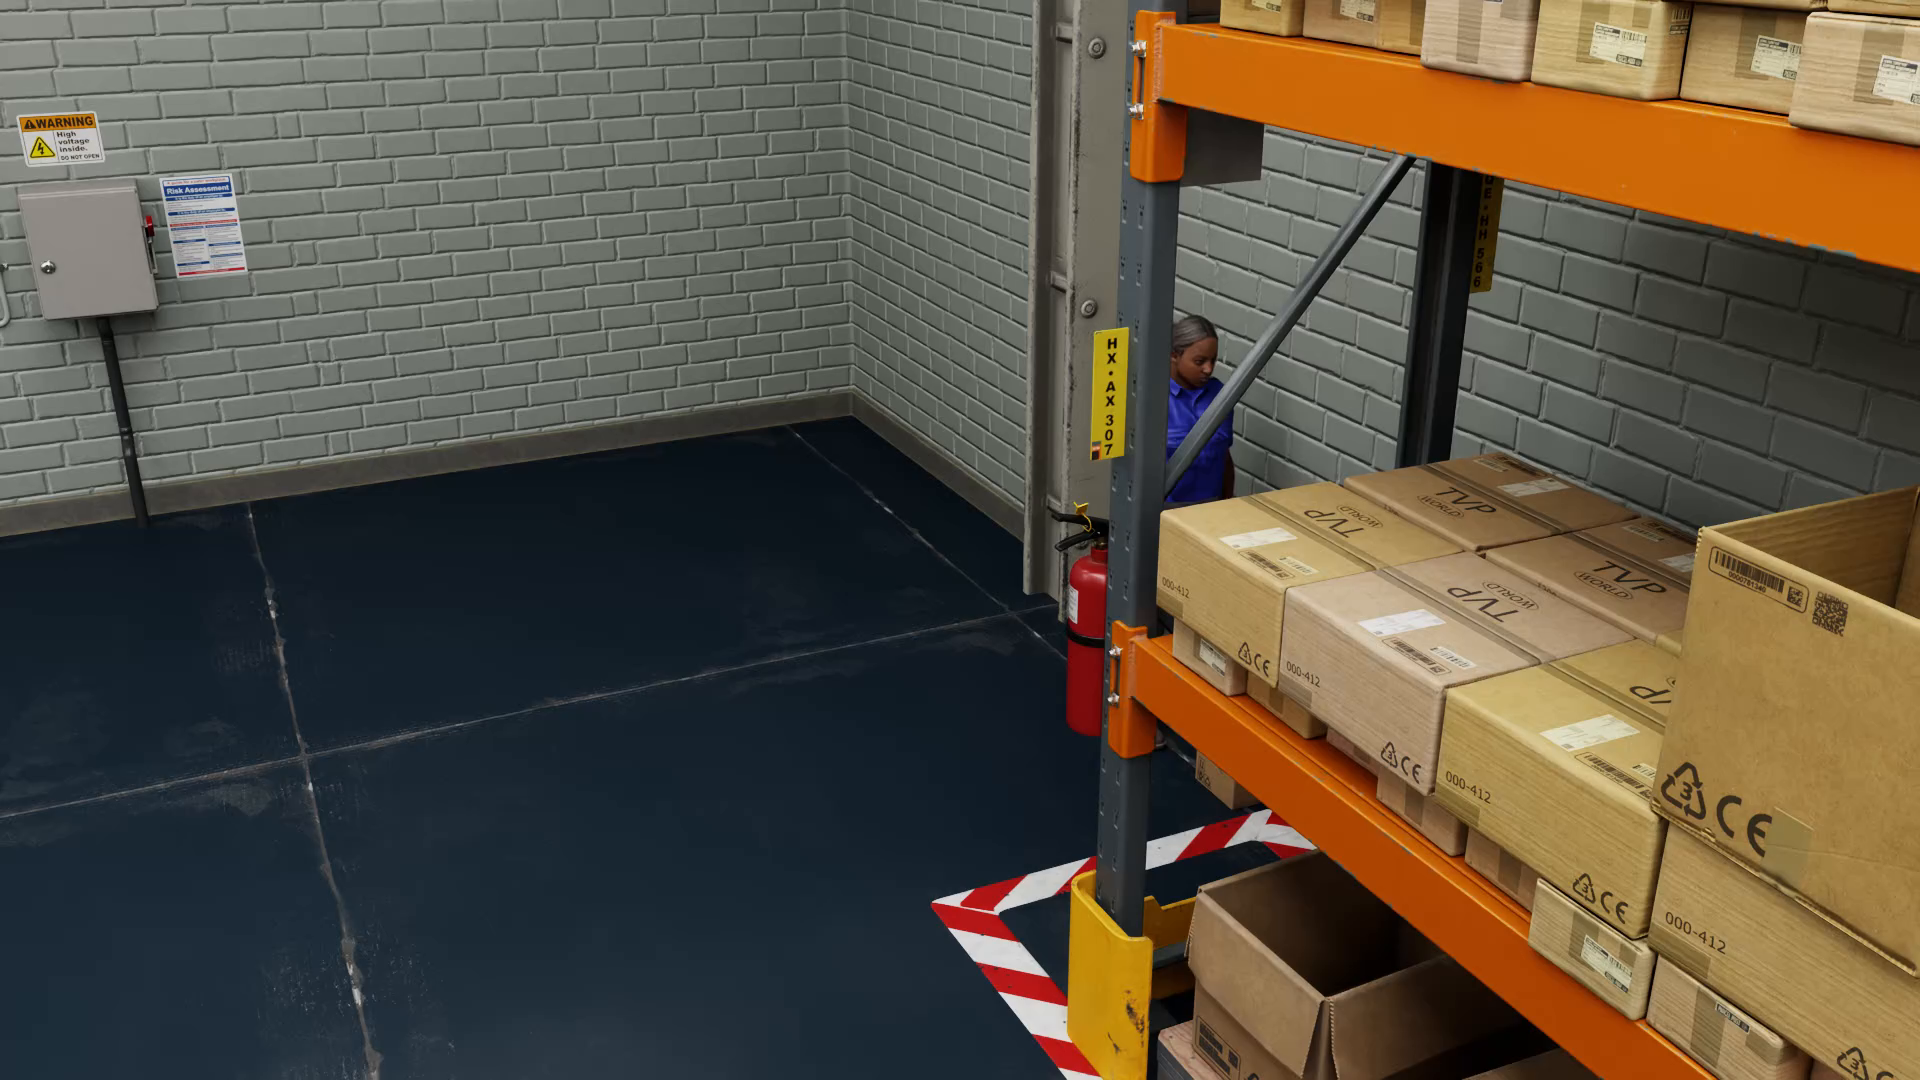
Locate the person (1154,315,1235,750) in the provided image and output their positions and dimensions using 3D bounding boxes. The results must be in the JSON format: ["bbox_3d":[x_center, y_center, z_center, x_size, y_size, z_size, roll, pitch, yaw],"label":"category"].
[{"bbox_3d":[0.824,-0.032,6.186,0.438,1.655,0.299,-10,24,-23],"label":"person"}]
